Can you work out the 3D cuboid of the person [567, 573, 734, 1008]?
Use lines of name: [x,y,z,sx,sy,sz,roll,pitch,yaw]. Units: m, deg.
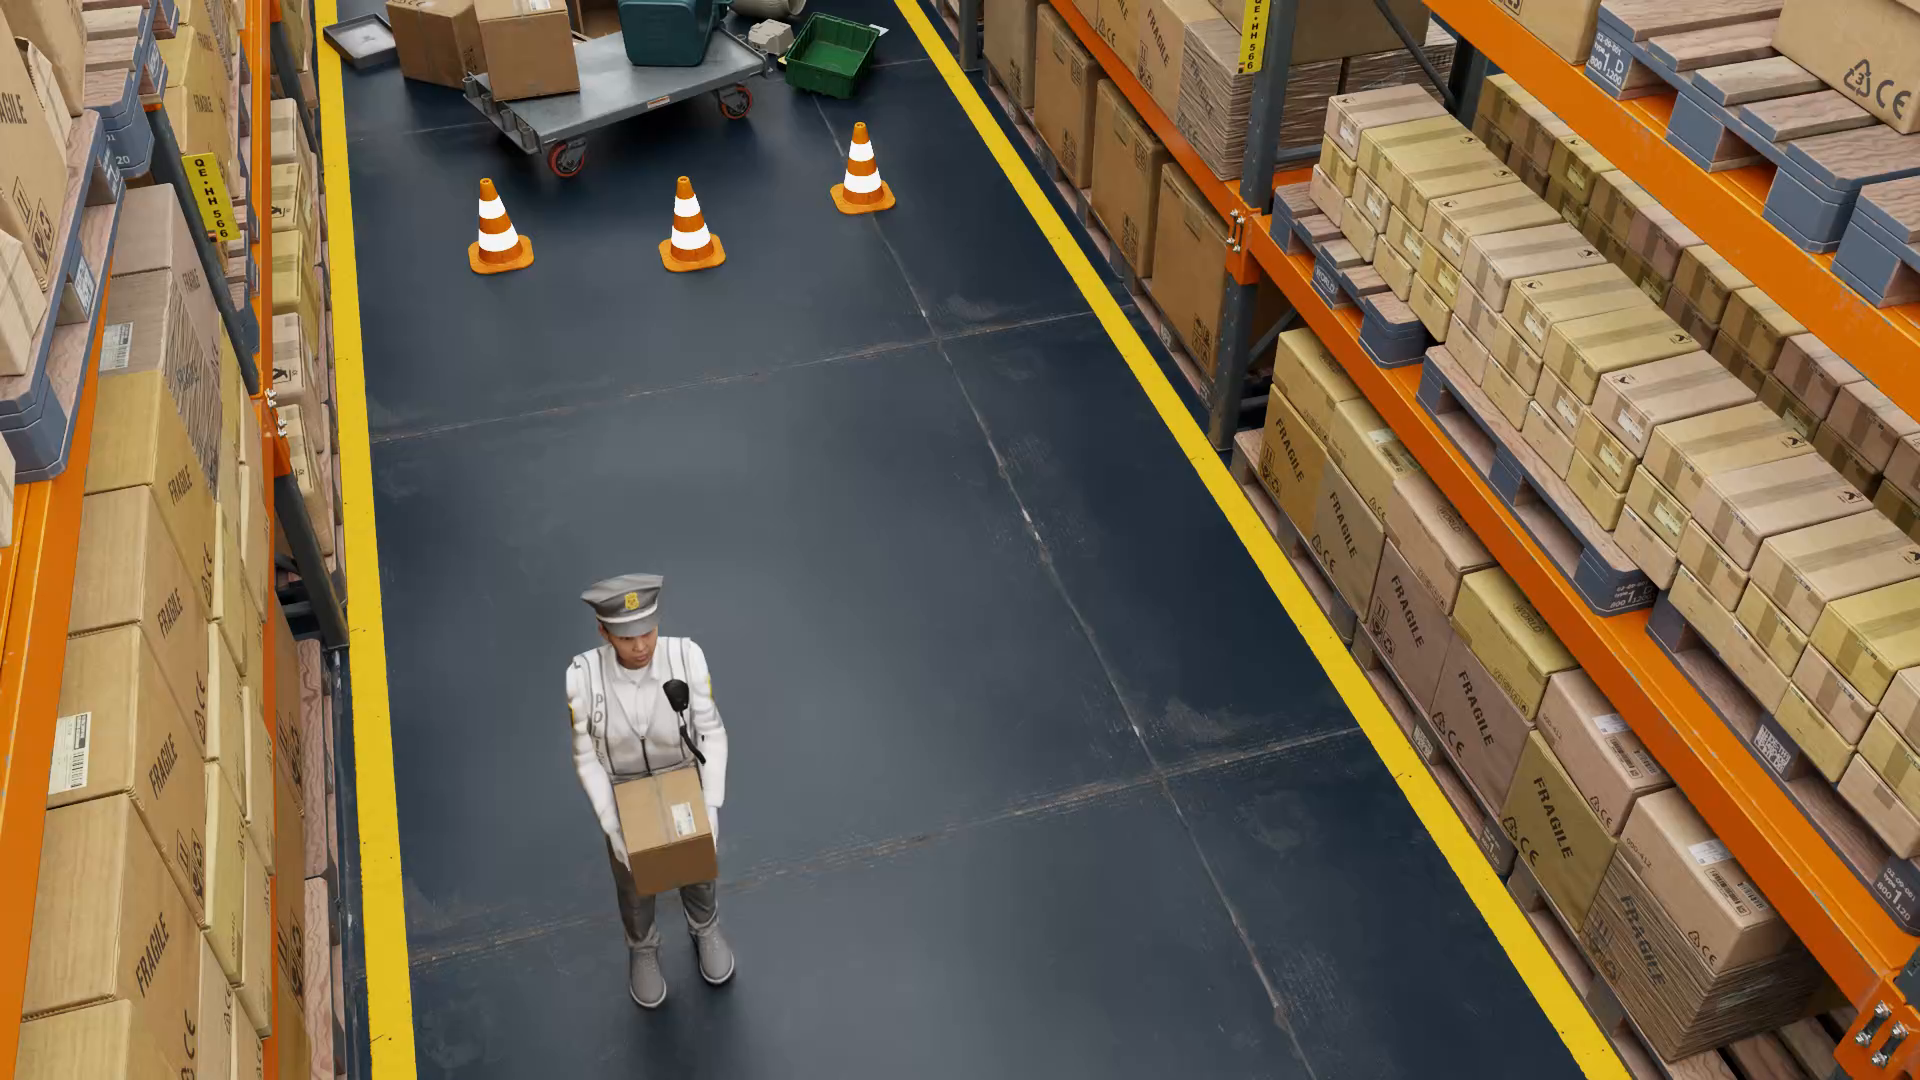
person: [-0.941,0.820,5.238,0.469,1.698,0.548,-12,44,-13]
